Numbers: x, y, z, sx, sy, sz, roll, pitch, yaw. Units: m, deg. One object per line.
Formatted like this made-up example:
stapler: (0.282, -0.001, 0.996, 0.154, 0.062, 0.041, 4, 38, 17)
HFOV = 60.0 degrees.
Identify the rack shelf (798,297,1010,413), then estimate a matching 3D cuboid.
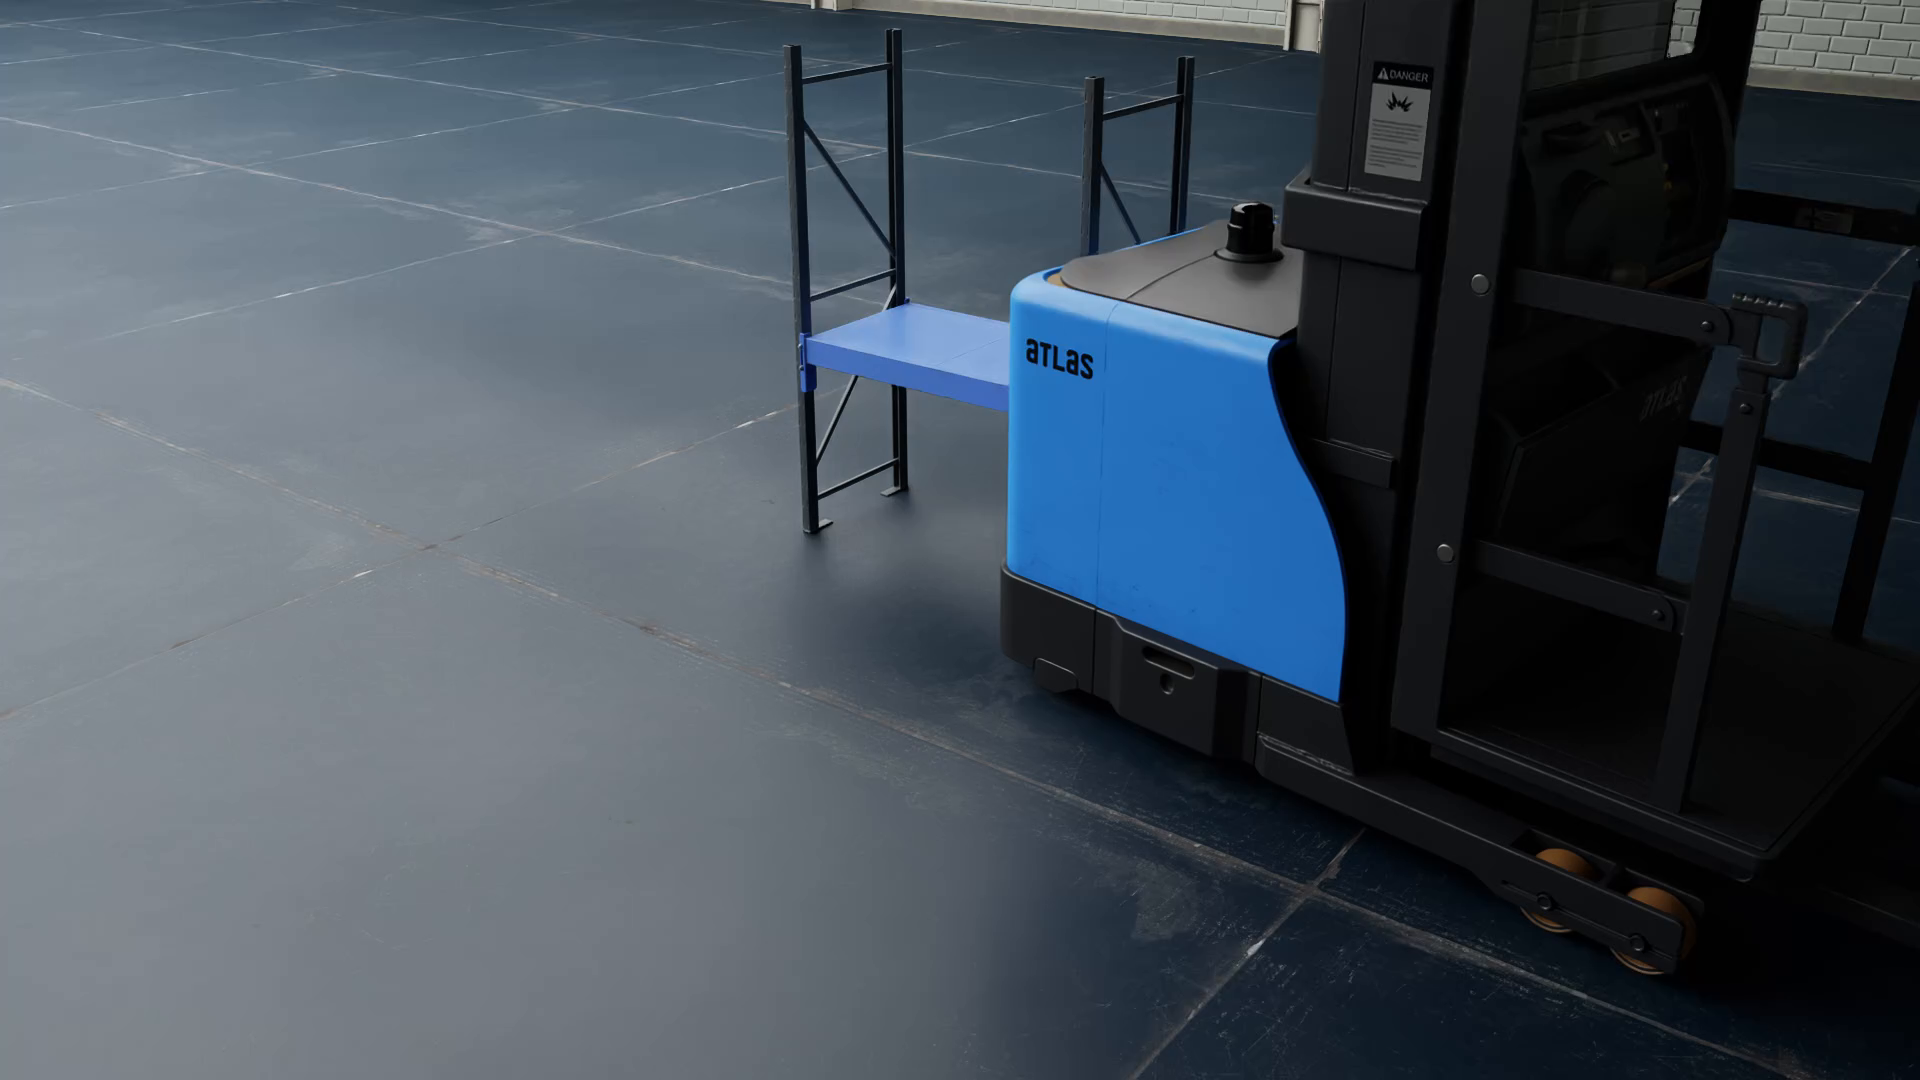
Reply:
rack shelf: (0.067, -0.502, 4.974, 1.000, 0.185, 0.538, 17, 29, 33)

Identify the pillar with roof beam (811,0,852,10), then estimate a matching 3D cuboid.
pillar with roof beam: (-4.051, -8.858, 14.194, 0.400, 9.000, 9.100, 17, 29, 33)

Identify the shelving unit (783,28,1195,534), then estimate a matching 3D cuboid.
shelving unit: (0.067, -0.666, 4.902, 1.048, 1.500, 0.538, 17, 29, 33)

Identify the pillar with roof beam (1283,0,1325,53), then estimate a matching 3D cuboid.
pillar with roof beam: (0.750, -7.407, 10.901, 0.400, 9.000, 9.100, 17, 29, 33)

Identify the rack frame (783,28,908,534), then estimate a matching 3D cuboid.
rack frame: (-0.339, -0.789, 5.182, 0.032, 1.500, 0.500, 17, 29, 33)

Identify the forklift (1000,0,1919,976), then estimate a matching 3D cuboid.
forklift: (1.515, -0.718, 3.245, 3.031, 2.935, 1.130, 21, 32, 40)

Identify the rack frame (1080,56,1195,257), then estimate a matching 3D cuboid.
rack frame: (0.473, -0.543, 4.622, 0.032, 1.500, 0.500, 17, 29, 33)
